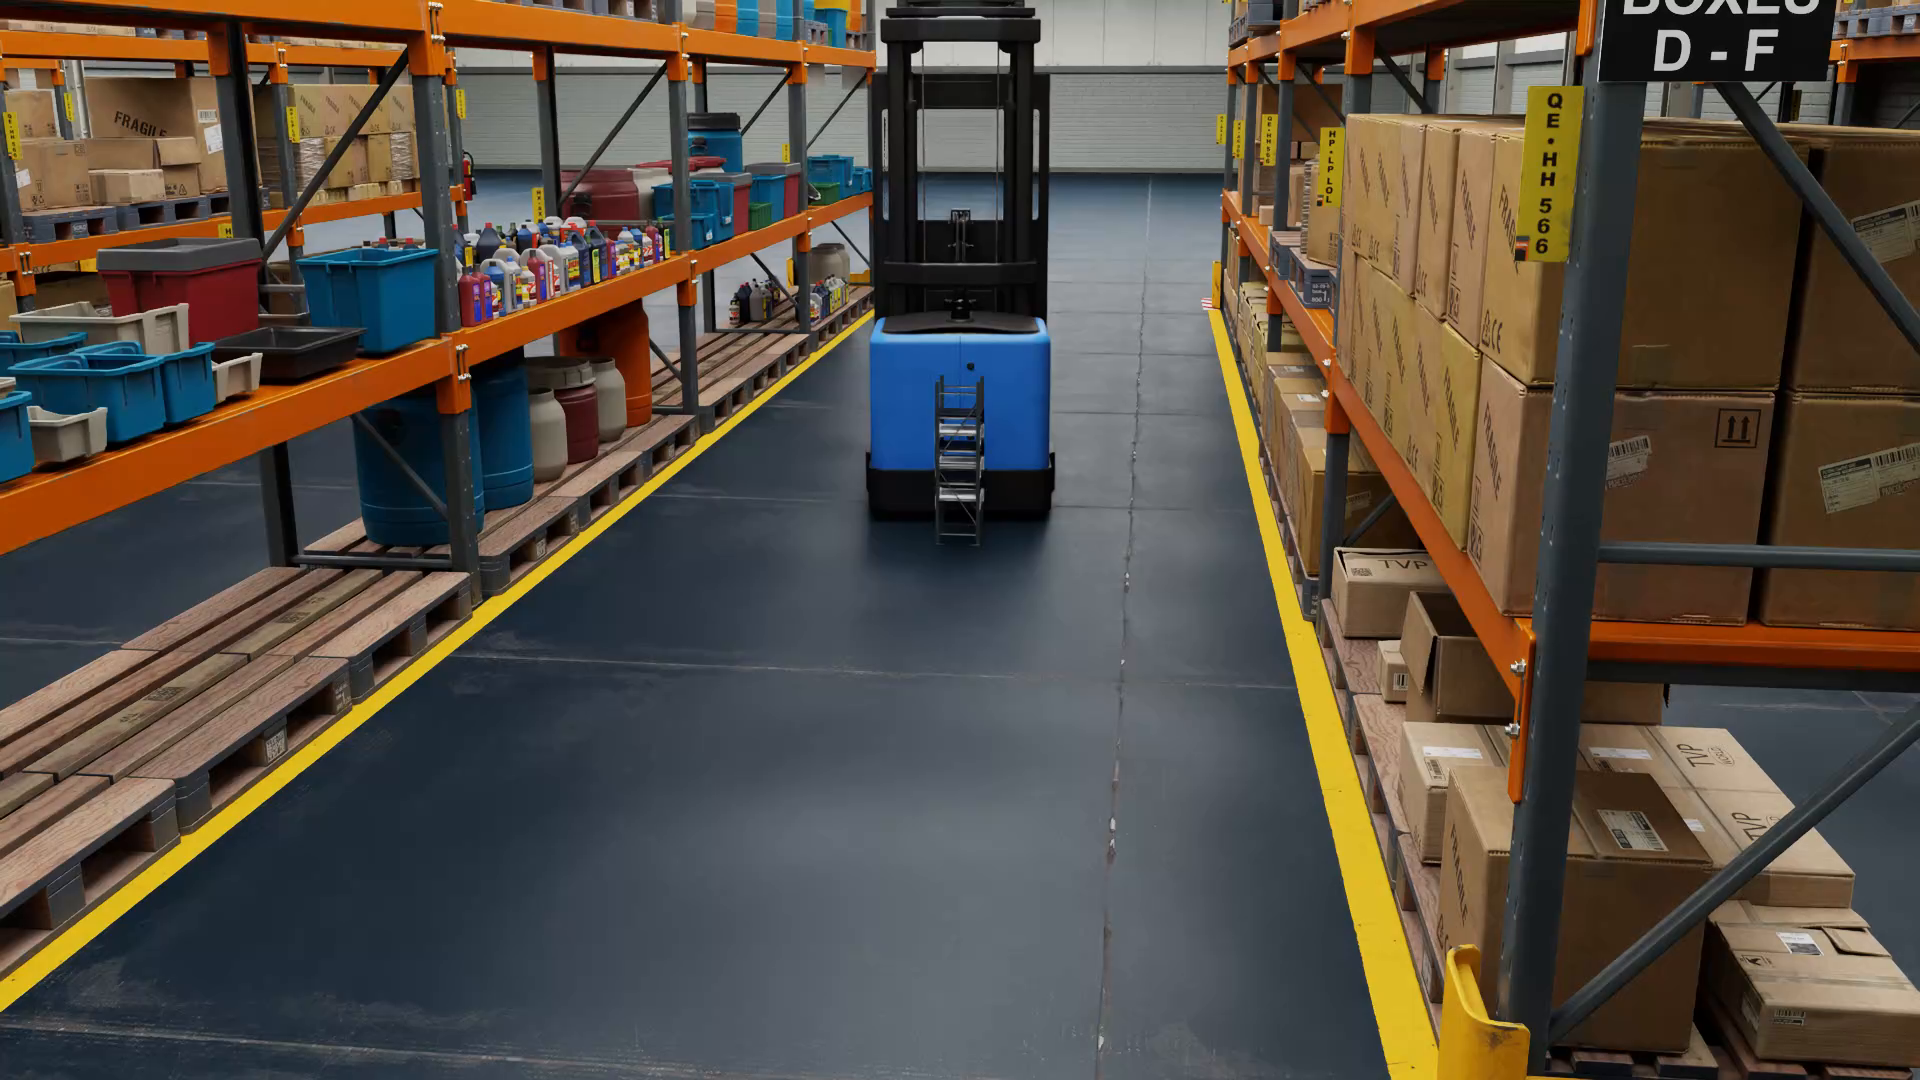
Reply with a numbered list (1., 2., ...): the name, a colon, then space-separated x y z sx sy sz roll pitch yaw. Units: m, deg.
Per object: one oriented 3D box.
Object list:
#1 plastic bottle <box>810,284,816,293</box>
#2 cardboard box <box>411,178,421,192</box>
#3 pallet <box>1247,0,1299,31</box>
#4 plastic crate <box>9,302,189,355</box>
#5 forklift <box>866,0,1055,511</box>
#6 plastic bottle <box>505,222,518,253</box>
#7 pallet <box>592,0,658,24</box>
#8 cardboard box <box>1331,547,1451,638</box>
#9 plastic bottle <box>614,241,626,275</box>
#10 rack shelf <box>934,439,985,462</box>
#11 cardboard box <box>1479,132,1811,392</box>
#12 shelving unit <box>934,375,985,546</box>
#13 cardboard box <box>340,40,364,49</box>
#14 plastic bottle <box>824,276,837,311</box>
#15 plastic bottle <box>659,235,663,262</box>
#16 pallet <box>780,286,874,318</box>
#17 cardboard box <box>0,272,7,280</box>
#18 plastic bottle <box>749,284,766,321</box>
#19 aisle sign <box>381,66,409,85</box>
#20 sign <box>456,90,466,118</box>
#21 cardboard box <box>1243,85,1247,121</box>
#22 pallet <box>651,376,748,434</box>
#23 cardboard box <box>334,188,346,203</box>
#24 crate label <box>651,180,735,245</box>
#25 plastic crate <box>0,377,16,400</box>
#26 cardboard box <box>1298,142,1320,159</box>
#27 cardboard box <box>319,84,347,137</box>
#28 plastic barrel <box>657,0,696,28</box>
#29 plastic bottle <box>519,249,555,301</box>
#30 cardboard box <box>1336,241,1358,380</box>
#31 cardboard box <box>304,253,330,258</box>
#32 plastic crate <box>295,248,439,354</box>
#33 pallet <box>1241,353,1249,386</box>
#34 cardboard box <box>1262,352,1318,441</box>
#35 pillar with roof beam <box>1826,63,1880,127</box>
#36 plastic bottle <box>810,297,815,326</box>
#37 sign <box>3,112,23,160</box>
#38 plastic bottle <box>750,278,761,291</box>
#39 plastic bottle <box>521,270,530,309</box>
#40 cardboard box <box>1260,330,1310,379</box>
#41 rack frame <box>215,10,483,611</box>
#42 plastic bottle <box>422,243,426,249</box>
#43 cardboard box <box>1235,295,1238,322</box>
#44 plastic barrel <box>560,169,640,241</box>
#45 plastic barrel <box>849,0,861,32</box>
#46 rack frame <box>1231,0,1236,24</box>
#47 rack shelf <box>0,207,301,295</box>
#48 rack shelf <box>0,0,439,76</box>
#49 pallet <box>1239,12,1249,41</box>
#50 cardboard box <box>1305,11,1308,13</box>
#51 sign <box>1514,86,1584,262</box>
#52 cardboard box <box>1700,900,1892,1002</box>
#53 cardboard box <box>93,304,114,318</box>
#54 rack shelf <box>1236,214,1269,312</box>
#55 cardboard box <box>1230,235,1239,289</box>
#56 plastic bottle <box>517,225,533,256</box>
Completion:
1. plastic bottle: -1.482 -2.468 16.919 0.152 0.276 0.135 2 15 6
2. cardboard box: -6.251 -4.003 18.701 0.380 0.149 0.250 2 15 6
3. pallet: 2.553 -3.568 11.225 1.213 0.211 1.003 2 15 9
4. plastic crate: -3.163 -0.723 6.201 0.437 0.282 0.530 2 15 6
5. forklift: 0.005 -1.905 10.592 1.130 2.935 3.031 0 15 0
6. plastic bottle: -2.839 -1.867 10.543 0.061 0.283 0.133 2 15 6
7. pallet: -2.540 -3.341 10.385 1.003 0.211 1.213 2 15 6
8. cardboard box: 1.851 0.193 7.009 0.500 0.311 0.500 2 15 6
9. plastic bottle: -2.101 -1.725 10.176 0.097 0.201 0.097 0 15 0
10. rack shelf: -0.001 -0.487 9.022 0.258 0.077 0.200 2 15 6
11. cardboard box: 1.439 -0.612 3.572 0.500 0.500 0.500 2 15 6
12. shelving unit: -0.001 -0.432 9.037 0.258 0.900 0.210 2 15 6
13. cardboard box: -6.400 -5.113 16.866 0.500 0.250 0.500 1 15 4
14. plastic bottle: -1.332 -2.507 16.918 0.144 0.351 0.185 2 15 6
15. plastic bottle: -2.009 -1.936 10.958 0.097 0.201 0.097 0 15 0
16. pallet: -1.513 -2.676 18.655 1.003 0.211 1.213 2 15 6
17. cardboard box: -11.400 -3.343 19.046 0.875 0.875 0.875 1 15 5
18. plastic bottle: -1.976 -2.322 16.233 0.144 0.351 0.185 2 15 6
19. aisle sign: -6.666 -5.680 19.440 0.394 0.787 0.004 2 15 6
20. sign: -5.826 -5.090 19.416 0.100 0.325 0.005 2 15 6
21. cardboard box: 3.342 -4.511 17.420 0.700 0.500 0.500 1 15 5
22. pallet: -2.230 -1.033 12.578 1.003 0.211 1.213 2 15 6
23. cardboard box: -6.443 -3.483 16.779 0.380 0.149 0.250 2 15 6
24. crate label: -1.976 -2.446 12.394 0.502 0.435 0.616 2 15 6
25. plastic crate: -3.278 -0.448 5.462 0.298 0.136 0.250 2 15 6
26. cardboard box: 3.239 -3.495 14.907 0.380 0.149 0.250 2 15 6
27. cardboard box: -6.468 -4.276 16.552 0.500 0.500 0.500 2 15 6
28. plastic barrel: -2.017 -3.753 11.333 0.421 0.512 0.421 0 15 0
29. plastic bottle: -2.272 -1.431 8.945 0.152 0.276 0.135 2 15 6
30. cardboard box: 1.785 -0.919 6.623 0.500 0.500 0.500 2 15 8
31. cardboard box: -6.692 -2.773 17.656 0.500 0.500 0.500 0 15 1
32. plastic crate: -2.522 -1.032 7.147 0.392 0.384 0.575 2 15 6
33. pallet: 2.972 -1.532 14.421 1.003 0.211 1.213 2 15 6
34. cardboard box: 2.230 -0.928 10.795 0.500 0.500 0.500 2 15 9
35. pillar with roof beam: 4.893 -6.778 16.989 9.100 9.000 0.400 2 15 6
36. plastic bottle: -1.434 -2.182 15.868 0.097 0.271 0.097 0 15 0
37. sign: -6.726 -2.869 11.806 0.100 0.325 0.005 2 15 6
38. plastic bottle: -2.061 -2.459 16.743 0.144 0.351 0.185 2 15 6
39. plastic bottle: -2.284 -1.304 8.619 0.097 0.201 0.097 0 15 0
40. cardboard box: 2.379 -1.322 11.692 0.500 0.311 0.500 2 15 8
41. rack frame: -2.808 -1.142 7.638 1.000 3.000 0.127 2 15 6
42. plastic bottle: -2.945 -1.514 9.253 0.152 0.276 0.135 2 15 6
43. cardboard box: 2.918 -2.201 16.020 0.500 0.250 0.500 2 15 6
44. plastic barrel: -2.605 -2.374 11.935 0.600 0.536 0.708 2 15 6
45. plastic barrel: -1.382 -5.982 18.166 0.600 0.830 0.708 2 15 6
46. rack frame: 3.468 -7.003 17.822 1.000 3.000 0.127 2 15 6
47. rack shelf: -7.052 -2.497 14.027 1.077 0.370 4.000 2 15 6
48. rack shelf: -3.033 -1.724 5.422 1.077 0.370 4.000 2 15 6
49. pallet: 3.087 -4.697 15.209 1.003 0.211 1.213 2 15 6
50. cardboard box: 2.492 -3.282 9.616 0.910 0.500 0.500 2 15 6
51. sign: 1.113 -0.691 3.146 0.100 0.325 0.005 2 15 6
52. cardboard box: 2.079 1.035 4.175 0.380 0.166 0.250 2 15 6
53. cardboard box: -7.172 -1.649 13.461 0.700 0.500 0.500 0 15 2
54. rack shelf: 2.791 -2.204 12.944 1.077 0.370 4.000 2 15 6
55. cardboard box: 3.014 -2.823 16.883 0.500 0.500 0.500 2 15 6
56. plastic bottle: -2.758 -1.863 10.553 0.097 0.271 0.097 0 15 0
